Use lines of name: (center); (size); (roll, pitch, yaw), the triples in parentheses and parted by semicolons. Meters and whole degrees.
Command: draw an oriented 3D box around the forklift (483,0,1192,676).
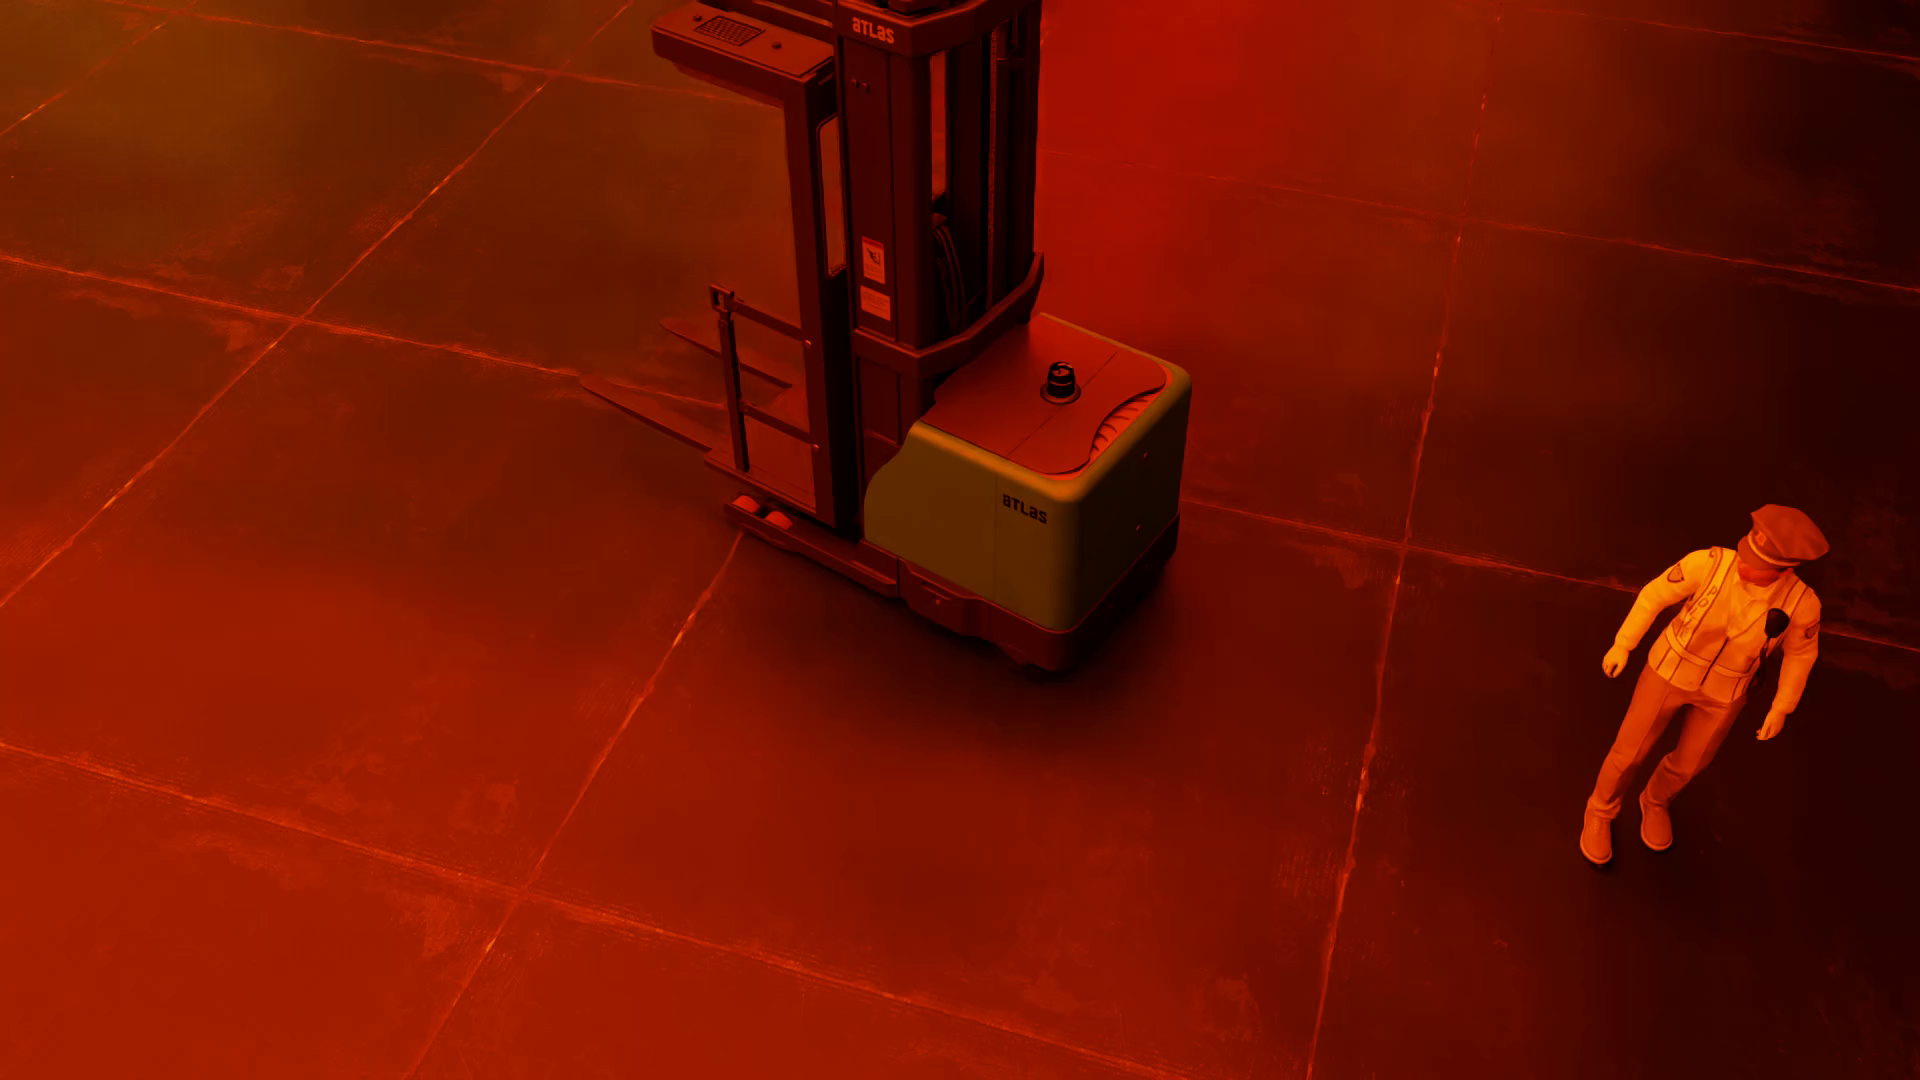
forklift: (-0.577, -0.917, 6.674); (3.031, 2.935, 1.130); (-14, 45, -15)

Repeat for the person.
person: (2.686, 0.514, 6.051); (0.468, 1.691, 0.333); (15, 45, 16)
